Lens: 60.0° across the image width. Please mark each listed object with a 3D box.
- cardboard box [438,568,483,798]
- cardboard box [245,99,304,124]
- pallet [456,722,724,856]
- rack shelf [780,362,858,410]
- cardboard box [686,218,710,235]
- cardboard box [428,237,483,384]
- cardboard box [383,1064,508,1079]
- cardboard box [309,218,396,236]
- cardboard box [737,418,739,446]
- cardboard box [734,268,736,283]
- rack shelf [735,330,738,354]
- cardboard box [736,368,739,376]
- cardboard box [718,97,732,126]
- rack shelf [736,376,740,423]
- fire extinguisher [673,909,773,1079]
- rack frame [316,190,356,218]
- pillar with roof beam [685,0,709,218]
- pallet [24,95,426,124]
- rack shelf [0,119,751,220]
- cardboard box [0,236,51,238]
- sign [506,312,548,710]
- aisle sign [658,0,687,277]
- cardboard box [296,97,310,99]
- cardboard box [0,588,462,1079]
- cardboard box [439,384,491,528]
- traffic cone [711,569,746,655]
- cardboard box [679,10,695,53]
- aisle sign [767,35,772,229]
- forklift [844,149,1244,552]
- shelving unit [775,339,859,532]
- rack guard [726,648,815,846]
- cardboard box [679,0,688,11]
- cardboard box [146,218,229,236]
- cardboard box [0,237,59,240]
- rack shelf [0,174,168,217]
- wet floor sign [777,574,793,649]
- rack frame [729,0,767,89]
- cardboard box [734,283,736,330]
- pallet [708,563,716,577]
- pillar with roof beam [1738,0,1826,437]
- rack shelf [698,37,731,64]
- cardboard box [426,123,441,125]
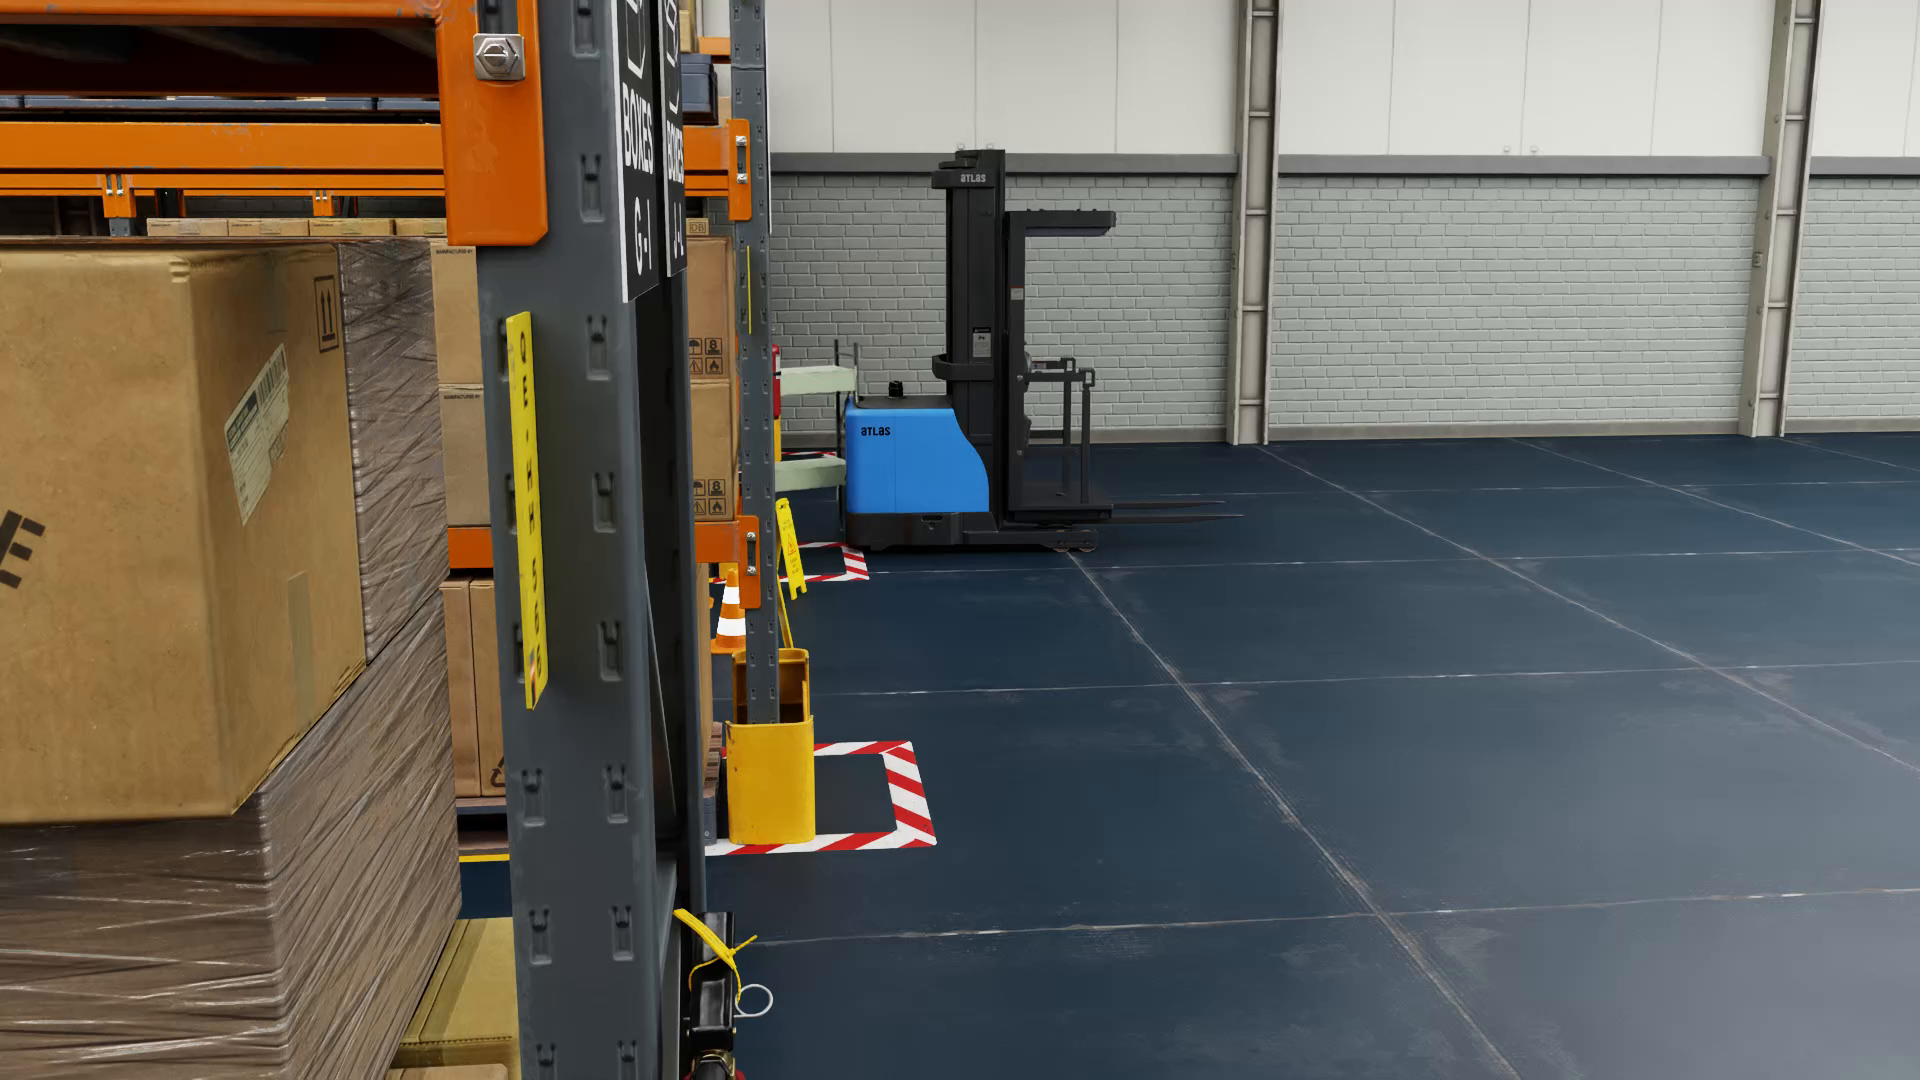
[{"bbox_3d":[-2.381,0.519,6.872,0.875,0.875,0.875,-1,11,-7],"label":"cardboard box"},{"bbox_3d":[-4.473,-2.740,10.873,0.500,0.250,0.500,-1,11,-7],"label":"cardboard box"},{"bbox_3d":[-1.626,1.037,7.047,1.213,0.211,1.003,-1,11,-6],"label":"pallet"},{"bbox_3d":[-1.191,-1.128,12.579,0.720,0.370,0.431,-7,13,-27],"label":"rack shelf"},{"bbox_3d":[-1.959,-1.943,11.355,0.500,0.500,0.700,-1,11,-7],"label":"cardboard box"},{"bbox_3d":[-1.750,-0.937,6.671,0.550,0.550,0.875,-1,11,-6],"label":"cardboard box"},{"bbox_3d":[-0.665,0.759,1.883,0.250,0.149,0.380,-1,11,-6],"label":"cardboard box"},{"bbox_3d":[-3.978,-1.892,11.093,0.500,0.500,0.700,-1,11,-7],"label":"cardboard box"},{"bbox_3d":[-2.447,-1.049,16.465,0.500,0.250,0.500,-1,11,-6],"label":"cardboard box"},{"bbox_3d":[-2.380,-2.672,16.743,0.250,0.149,0.380,-1,11,-8],"label":"cardboard box"},{"bbox_3d":[-4.003,-1.867,16.456,4.000,0.370,1.077,-1,11,-6],"label":"rack shelf"},{"bbox_3d":[-2.438,-1.540,16.374,0.500,0.250,0.500,-1,11,-4],"label":"cardboard box"},{"bbox_3d":[-2.428,-3.982,15.965,0.500,0.500,0.500,-1,11,-4],"label":"cardboard box"},{"bbox_3d":[-3.463,-0.916,11.614,4.000,0.370,1.077,-1,11,-6],"label":"rack shelf"},{"bbox_3d":[-0.241,0.714,1.660,0.183,0.674,0.296,-1,11,-6],"label":"fire extinguisher"},{"bbox_3d":[-5.991,-2.179,16.175,0.127,3.000,1.000,-1,11,-6],"label":"rack frame"},{"bbox_3d":[-2.339,-4.539,12.626,0.400,9.000,9.100,-1,11,-6],"label":"pillar with roof beam"},{"bbox_3d":[-2.792,-1.748,6.437,1.213,0.211,1.003,-1,11,-6],"label":"pallet"},{"bbox_3d":[-2.828,-1.440,6.507,4.000,0.370,1.077,-1,11,-6],"label":"rack shelf"},{"bbox_3d":[-3.911,-0.918,6.574,0.550,0.550,0.875,-1,11,-6],"label":"cardboard box"},{"bbox_3d":[-0.364,-0.026,1.404,0.005,0.325,0.100,-1,11,-6],"label":"sign"},{"bbox_3d":[-0.375,-0.744,2.138,0.004,0.787,0.394,-1,11,-6],"label":"aisle sign"},{"bbox_3d":[-4.320,-2.926,10.783,0.250,0.149,0.380,-1,11,-7],"label":"cardboard box"},{"bbox_3d":[-0.954,0.401,2.020,0.500,0.500,0.875,-1,11,-6],"label":"cardboard box"},{"bbox_3d":[-1.748,-0.405,6.762,0.550,0.550,0.875,-1,11,-6],"label":"cardboard box"},{"bbox_3d":[-1.305,0.397,9.651,0.334,0.463,0.336,-1,11,-6],"label":"traffic cone"},{"bbox_3d":[-1.134,-1.895,6.258,0.250,0.149,0.380,-1,11,-6],"label":"cardboard box"},{"bbox_3d":[-0.802,-1.698,6.988,0.004,0.787,0.394,-1,11,-6],"label":"aisle sign"},{"bbox_3d":[0.627,-1.447,12.632,3.031,2.935,1.130,-1,11,-4],"label":"forklift"},{"bbox_3d":[-1.186,-0.746,12.656,0.755,1.500,0.431,-7,13,-27],"label":"shelving unit"},{"bbox_3d":[-0.816,0.863,7.183,0.348,0.500,1.175,-1,11,-6],"label":"rack guard"},{"bbox_3d":[-1.296,-2.099,6.261,0.500,0.250,0.500,-1,11,-5],"label":"cardboard box"},{"bbox_3d":[-4.990,-1.880,11.033,0.500,0.500,0.700,-1,11,-7],"label":"cardboard box"},{"bbox_3d":[-1.478,-0.127,2.117,0.500,0.500,0.500,-1,11,-6],"label":"cardboard box"},{"bbox_3d":[-7.440,-2.304,10.901,4.000,0.370,1.077,-1,11,-6],"label":"rack shelf"},{"bbox_3d":[-1.025,0.412,9.101,0.232,0.644,0.267,-3,12,-16],"label":"wet floor sign"},{"bbox_3d":[-0.840,-3.307,6.360,0.127,3.000,1.000,-1,11,-6],"label":"rack frame"},{"bbox_3d":[-2.537,-2.354,16.807,0.500,0.500,0.500,-1,11,-4],"label":"cardboard box"},{"bbox_3d":[-2.362,0.070,11.966,1.213,0.211,1.003,-1,11,-6],"label":"pallet"},{"bbox_3d":[9.591,-4.789,13.897,0.400,9.000,9.100,-1,11,-6],"label":"pillar with roof beam"},{"bbox_3d":[-4.003,-4.615,15.916,4.000,0.370,1.077,-1,11,-6],"label":"rack shelf"},{"bbox_3d":[-3.472,-2.759,10.969,0.500,0.250,0.500,-1,11,-6],"label":"cardboard box"}]
